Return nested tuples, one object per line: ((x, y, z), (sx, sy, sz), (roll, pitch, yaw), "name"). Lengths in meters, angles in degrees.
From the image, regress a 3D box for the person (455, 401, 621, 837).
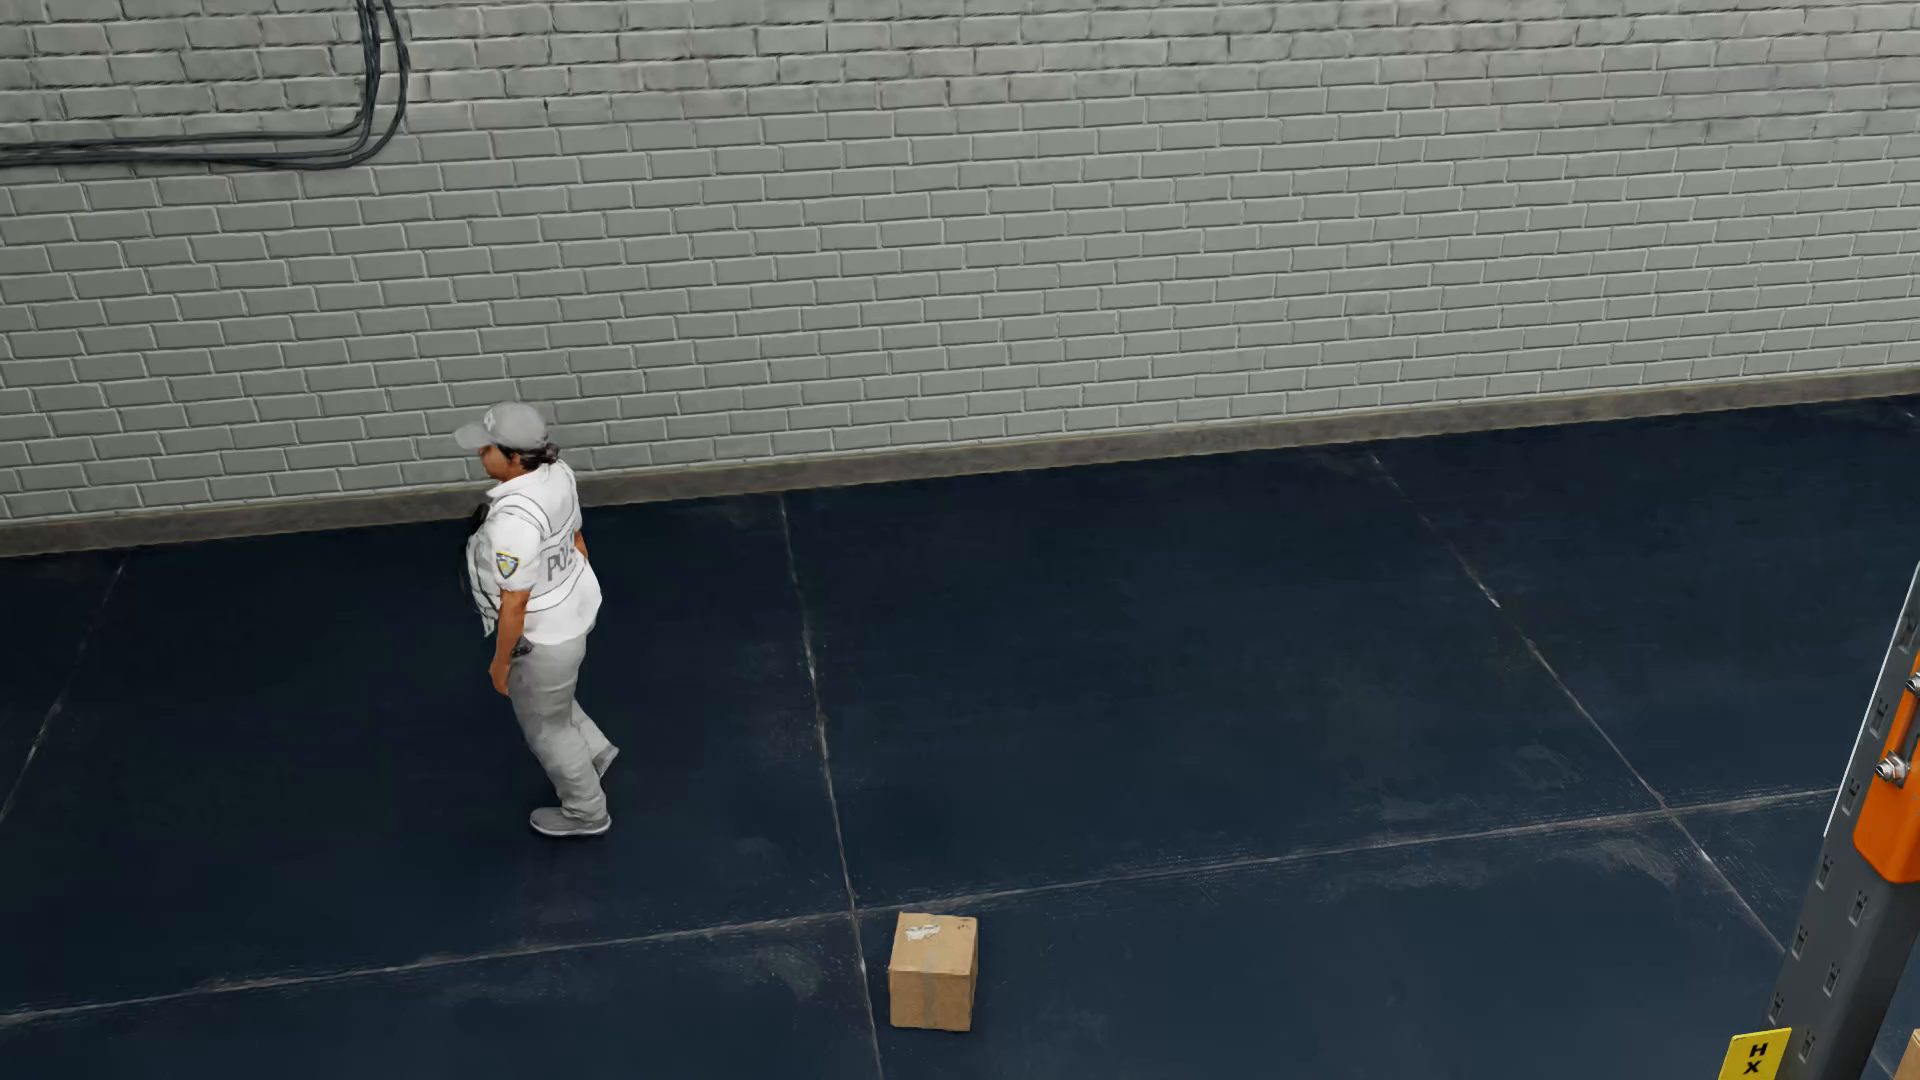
((-1.436, 0.296, 5.602), (0.451, 1.681, 0.512), (2, 31, 3), "person")
